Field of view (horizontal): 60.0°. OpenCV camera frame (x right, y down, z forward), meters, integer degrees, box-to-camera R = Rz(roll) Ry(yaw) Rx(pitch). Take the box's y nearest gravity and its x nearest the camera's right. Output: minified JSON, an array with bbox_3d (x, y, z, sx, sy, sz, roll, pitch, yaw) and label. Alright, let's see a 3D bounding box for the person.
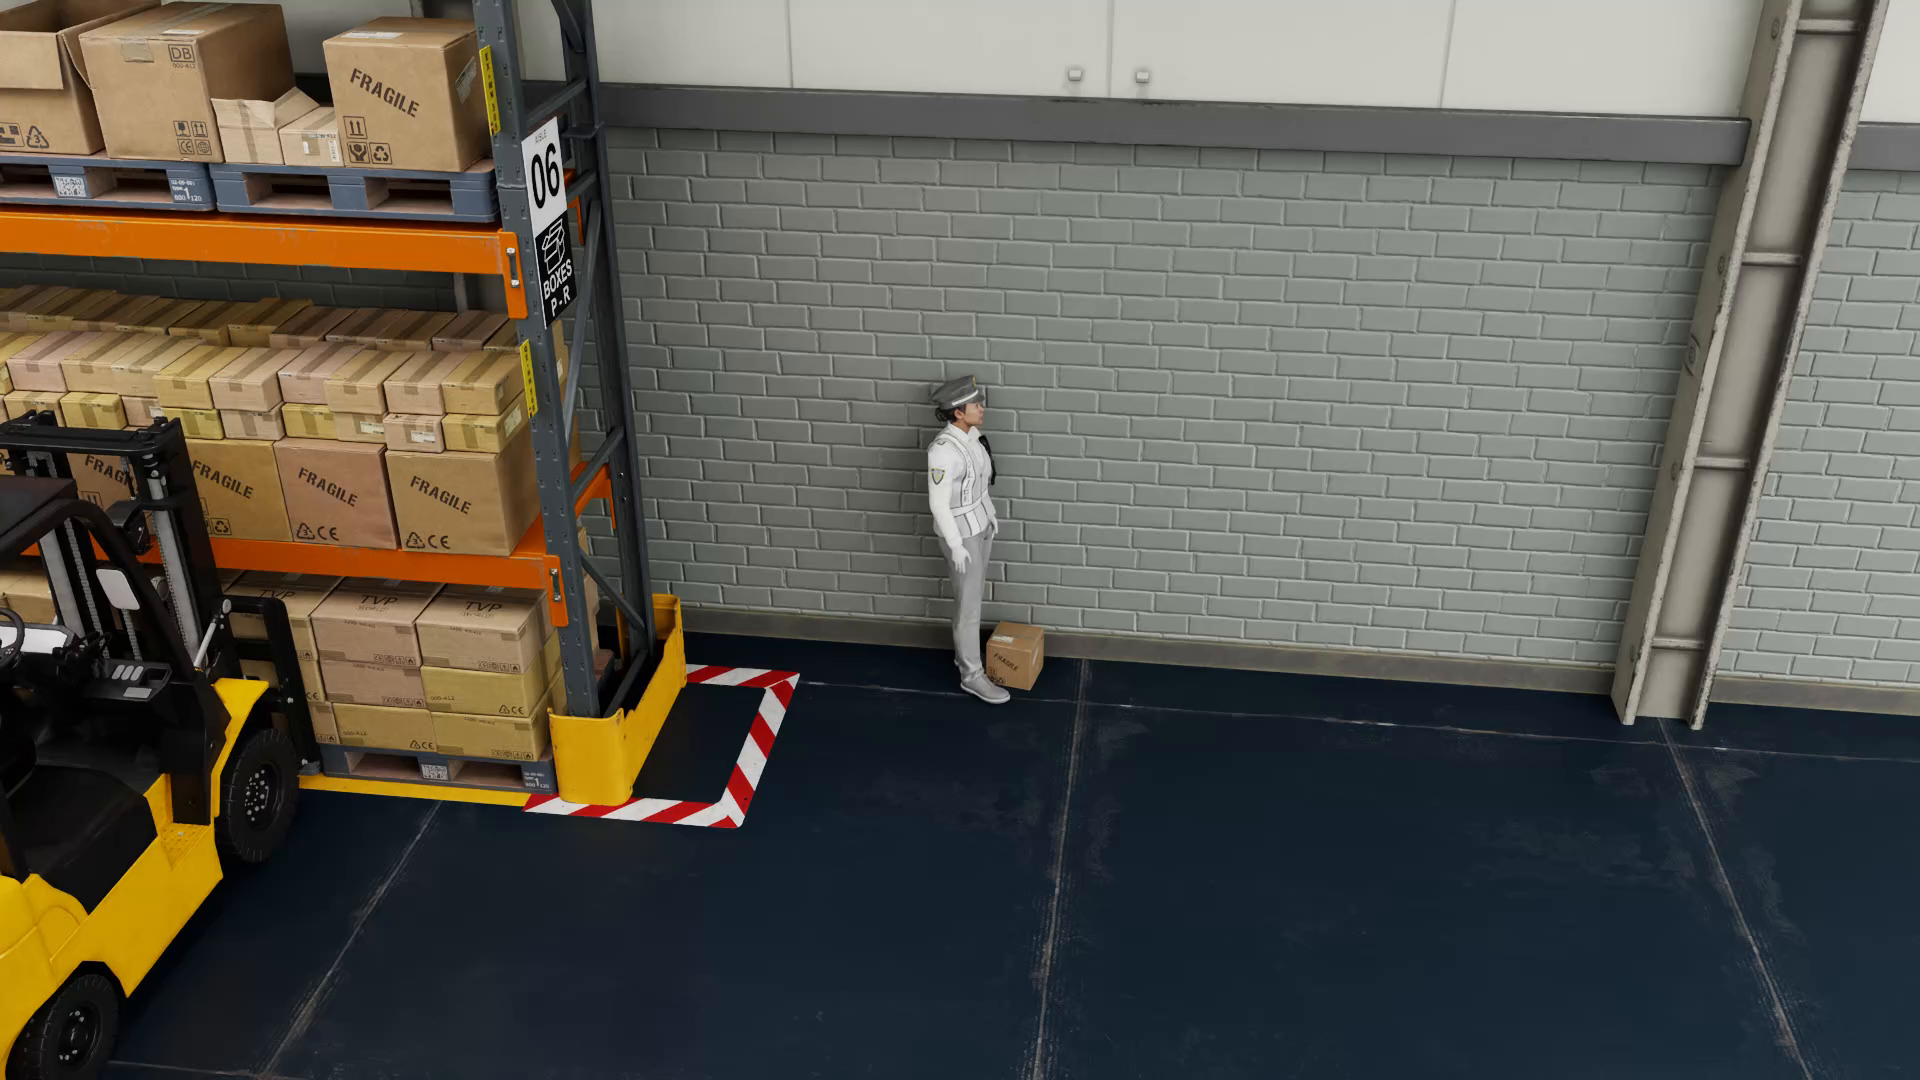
[{"bbox_3d":[0.094,-0.041,8.645,0.529,1.694,0.587,10,30,18],"label":"person"}]
